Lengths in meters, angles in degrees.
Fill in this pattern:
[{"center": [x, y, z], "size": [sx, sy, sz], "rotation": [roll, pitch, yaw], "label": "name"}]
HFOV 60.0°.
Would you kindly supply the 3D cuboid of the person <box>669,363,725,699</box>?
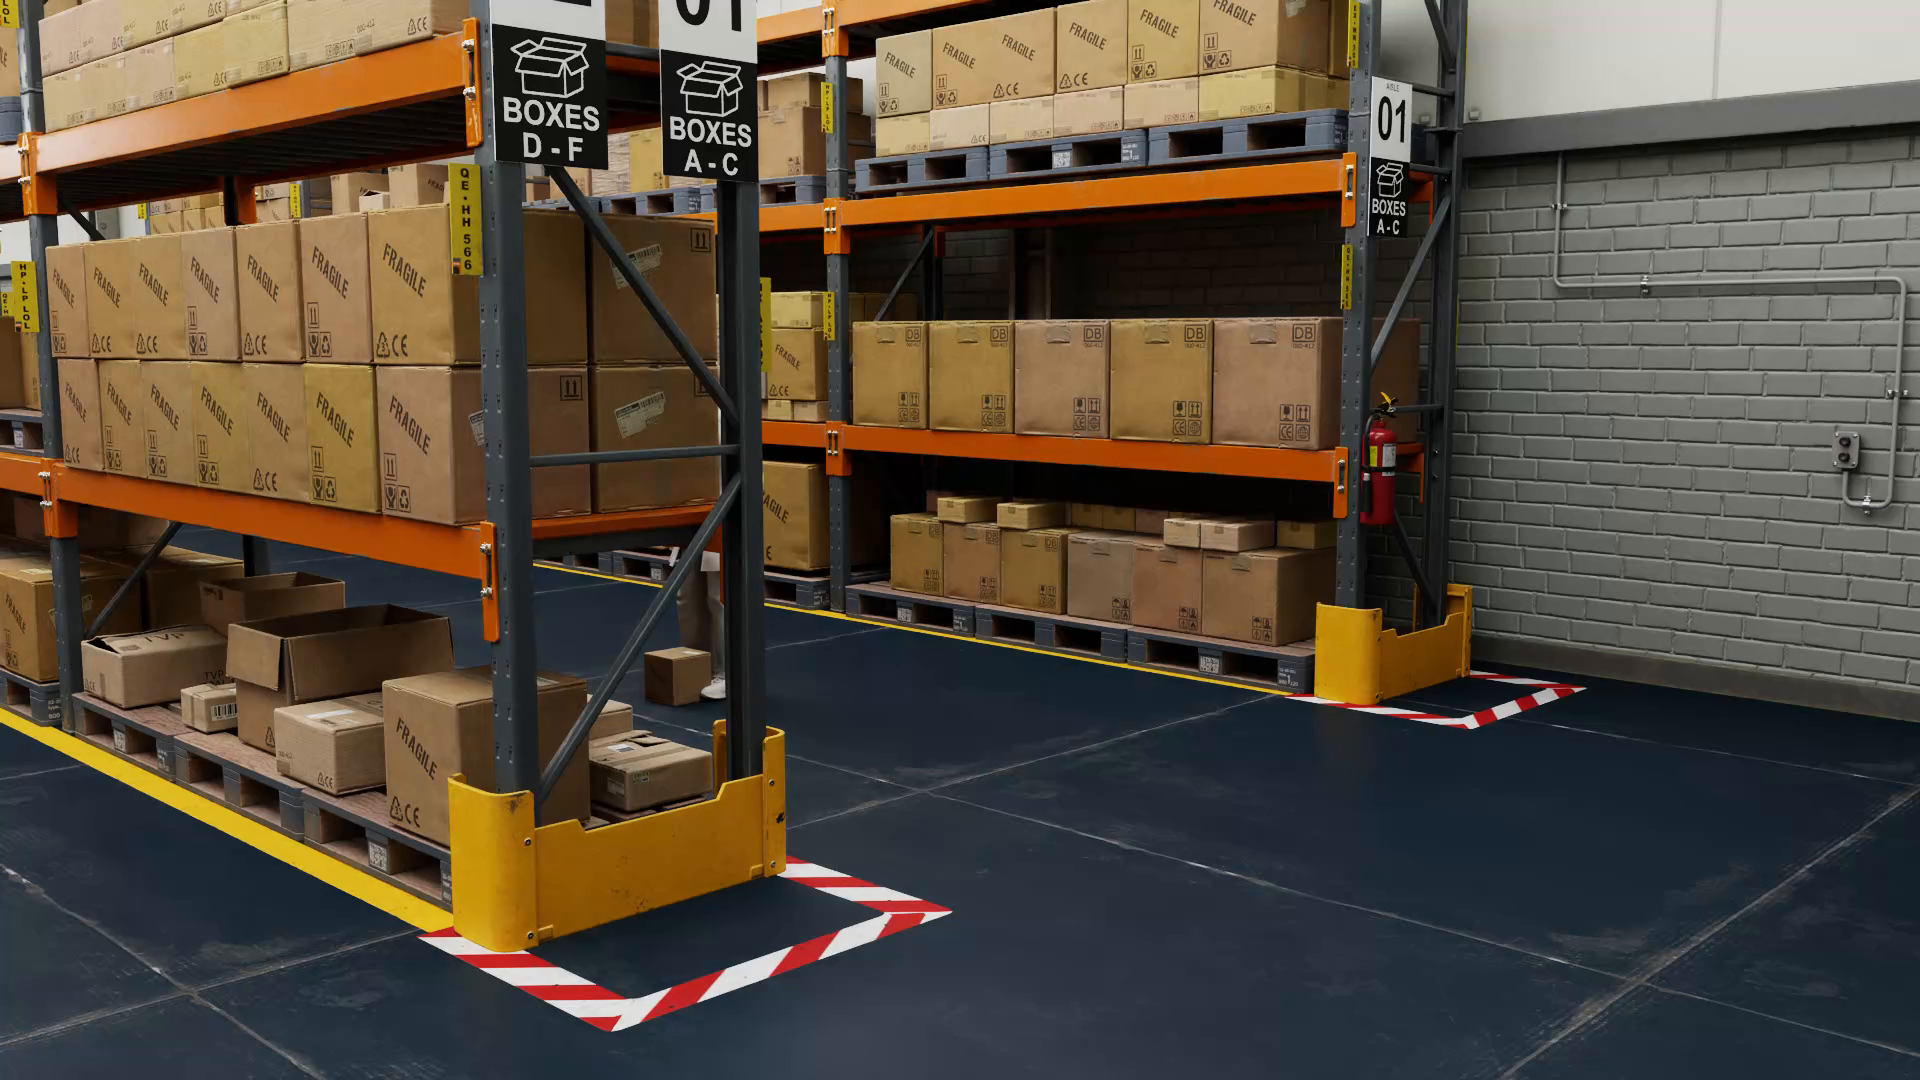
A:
[{"center": [-1.310, -0.062, 8.822], "size": [0.654, 1.775, 0.420], "rotation": [6, 9, 41], "label": "person"}]
